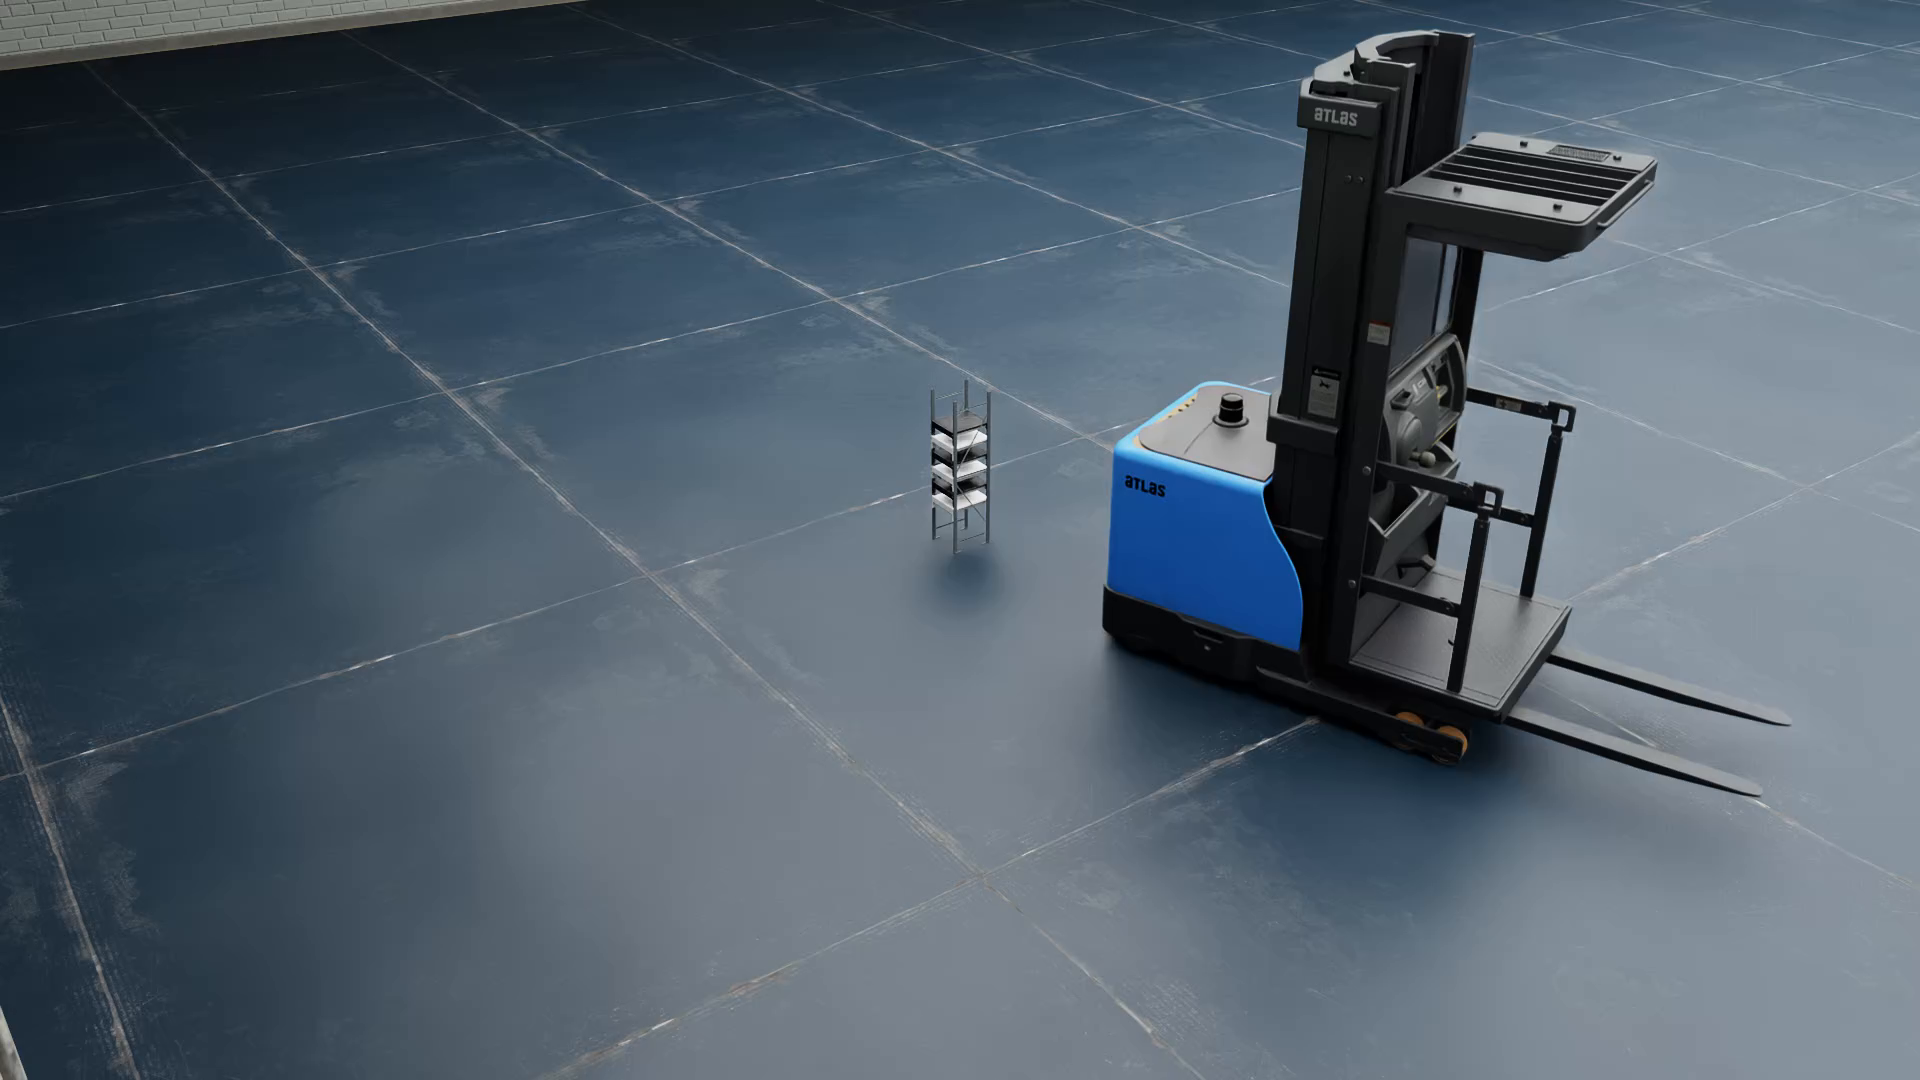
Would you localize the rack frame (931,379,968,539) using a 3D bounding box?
[{"bbox_3d":[-0.054,-0.432,9.040,0.240,0.900,0.006,-19,34,-31],"label":"rack frame"}]

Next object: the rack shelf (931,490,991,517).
[{"bbox_3d":[0.005,-0.205,9.069,0.258,0.077,0.200,-19,34,-31],"label":"rack shelf"}]

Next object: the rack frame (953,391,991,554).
[{"bbox_3d":[0.064,-0.353,8.895,0.240,0.900,0.006,-19,34,-31],"label":"rack frame"}]

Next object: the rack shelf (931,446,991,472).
[{"bbox_3d":[0.005,-0.442,8.940,0.258,0.077,0.200,-19,34,-31],"label":"rack shelf"}]

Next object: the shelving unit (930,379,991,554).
[{"bbox_3d":[0.005,-0.392,8.967,0.258,0.900,0.210,-19,34,-31],"label":"shelving unit"}]

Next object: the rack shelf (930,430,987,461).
[{"bbox_3d":[0.005,-0.521,8.897,0.258,0.077,0.200,-19,34,-31],"label":"rack shelf"}]

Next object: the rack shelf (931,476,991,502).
[{"bbox_3d":[0.005,-0.284,9.026,0.258,0.077,0.200,-19,34,-31],"label":"rack shelf"}]

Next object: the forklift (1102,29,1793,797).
[{"bbox_3d":[2.209,-0.585,7.193,3.031,2.935,1.130,18,33,30],"label":"forklift"}]

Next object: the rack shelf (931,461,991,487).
[{"bbox_3d":[0.005,-0.363,8.983,0.258,0.077,0.200,-19,34,-31],"label":"rack shelf"}]

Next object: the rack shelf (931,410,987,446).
[{"bbox_3d":[0.005,-0.600,8.854,0.258,0.077,0.200,-19,34,-31],"label":"rack shelf"}]
